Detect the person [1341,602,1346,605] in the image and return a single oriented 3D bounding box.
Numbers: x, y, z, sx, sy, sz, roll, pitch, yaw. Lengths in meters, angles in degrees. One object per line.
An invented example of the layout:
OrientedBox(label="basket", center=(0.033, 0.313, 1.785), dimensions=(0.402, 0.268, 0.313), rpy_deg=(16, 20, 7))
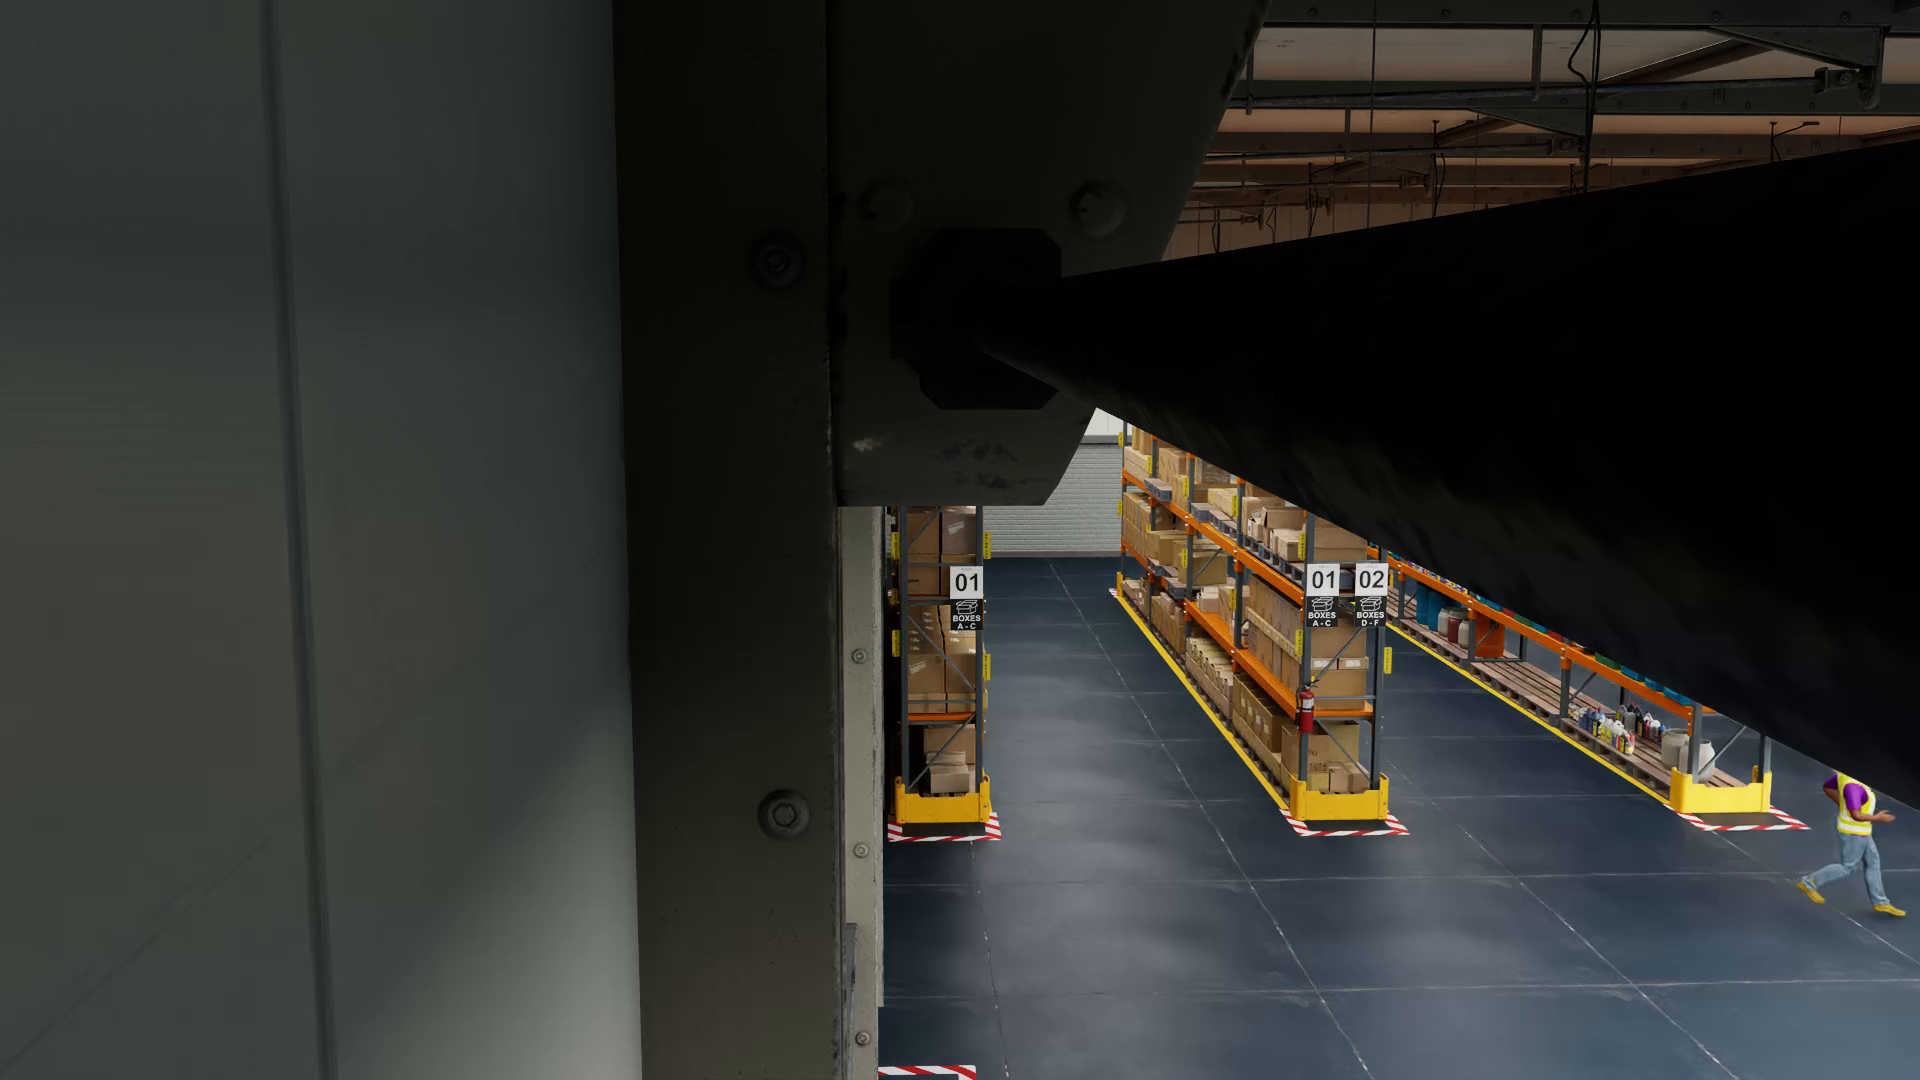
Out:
OrientedBox(label="person", center=(6.701, 1.319, 29.934), dimensions=(0.588, 1.696, 0.827), rpy_deg=(-1, 8, -7))

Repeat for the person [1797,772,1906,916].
OrientedBox(label="person", center=(9.335, 3.027, 17.317), dimensions=(1.031, 1.744, 0.714), rpy_deg=(4, 9, 24))
